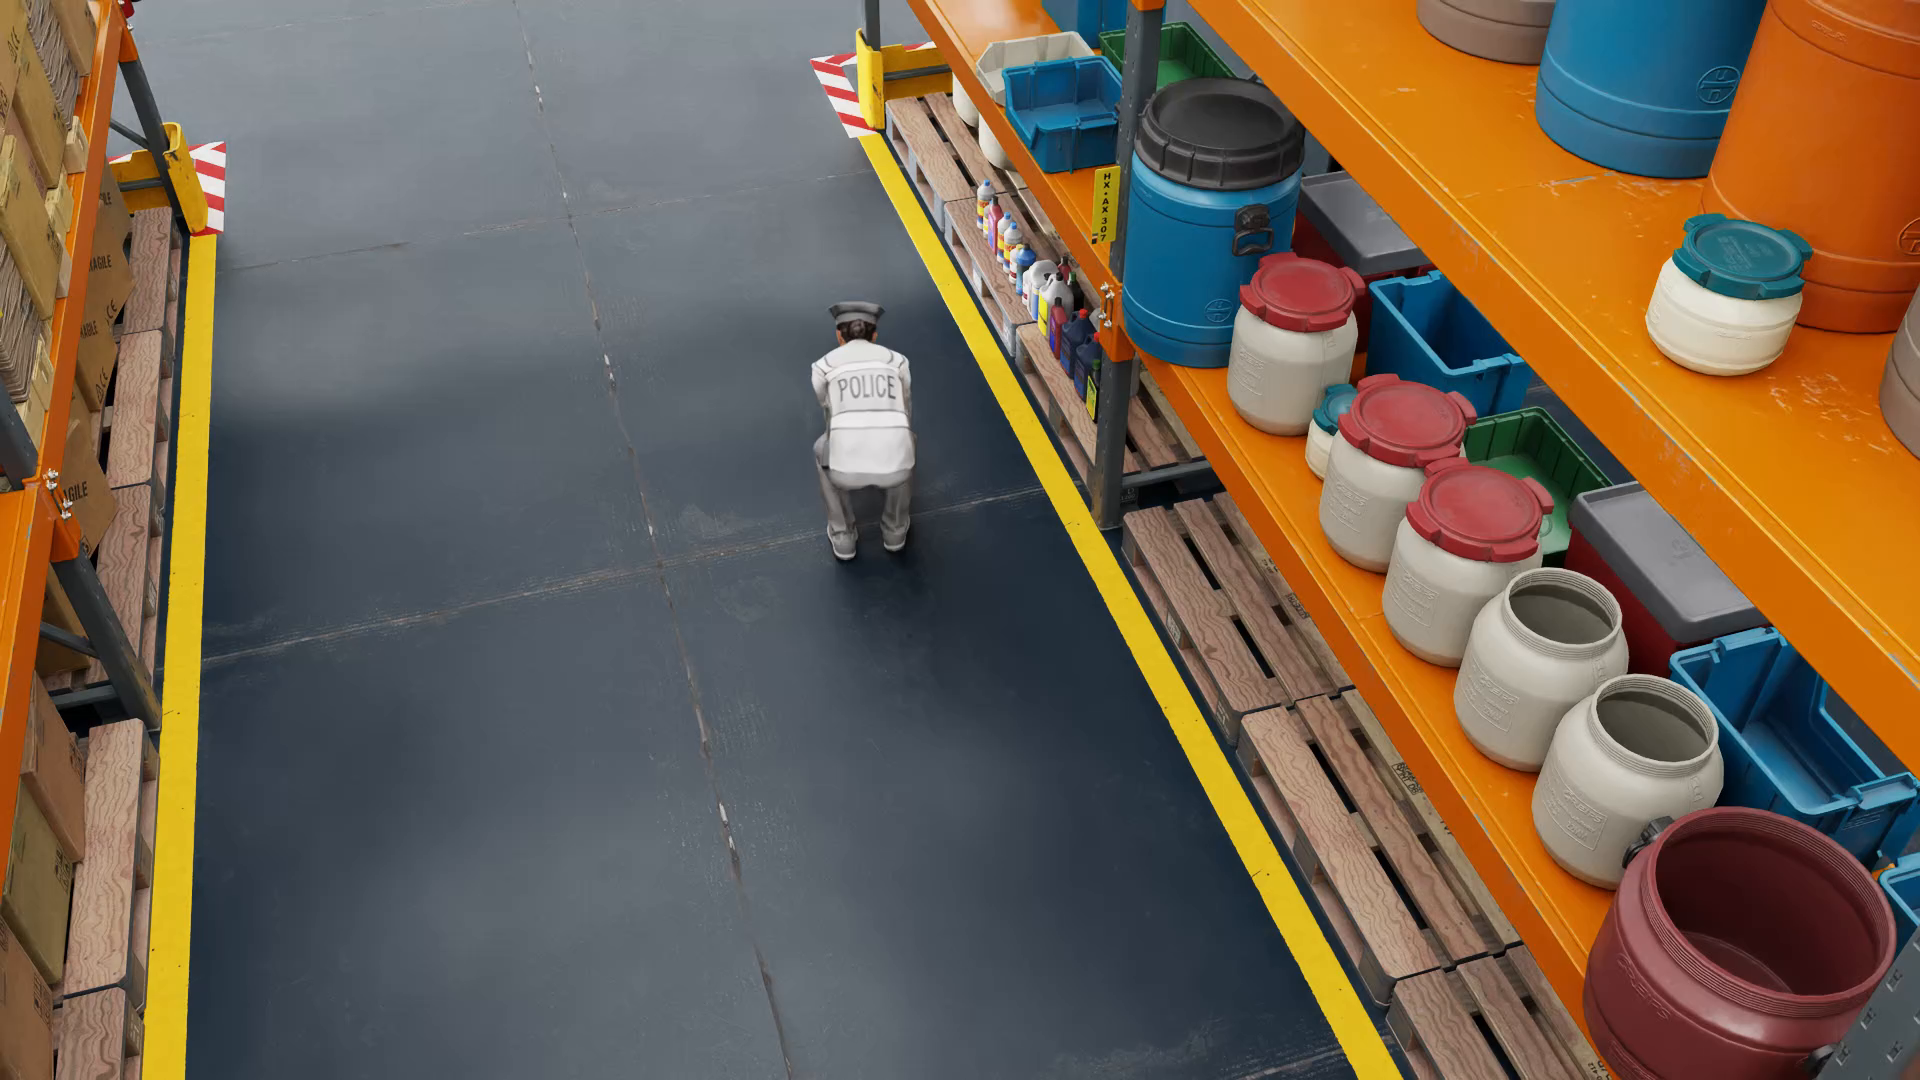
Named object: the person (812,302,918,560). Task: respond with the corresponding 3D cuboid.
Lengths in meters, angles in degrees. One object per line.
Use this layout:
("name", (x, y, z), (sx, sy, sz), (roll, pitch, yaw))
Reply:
("person", (-0.410, -0.458, 7.175), (0.459, 0.976, 0.898), (-3, 43, -3))
